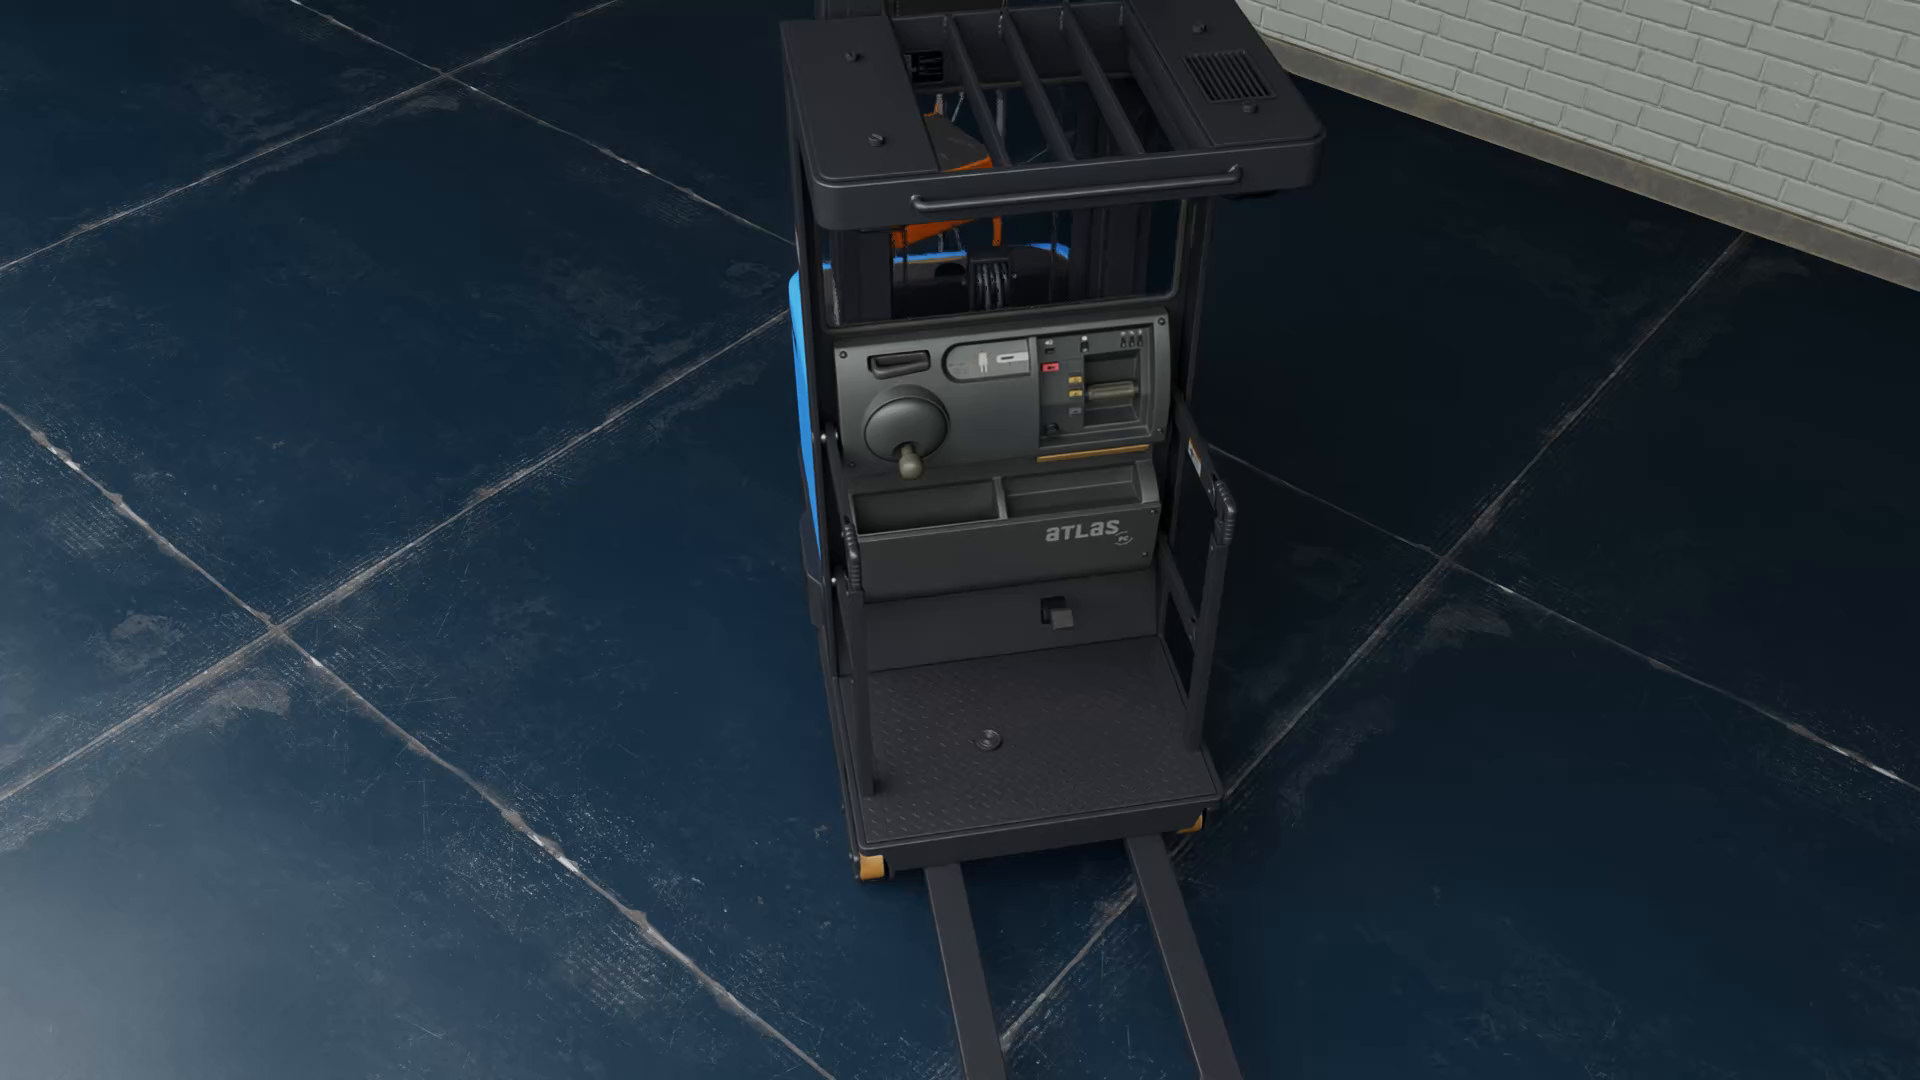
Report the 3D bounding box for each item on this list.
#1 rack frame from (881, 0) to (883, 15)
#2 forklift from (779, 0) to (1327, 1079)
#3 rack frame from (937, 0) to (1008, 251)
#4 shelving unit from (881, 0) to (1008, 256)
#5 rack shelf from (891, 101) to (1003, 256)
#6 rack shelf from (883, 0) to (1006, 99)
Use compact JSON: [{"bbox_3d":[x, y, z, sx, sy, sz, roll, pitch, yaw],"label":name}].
[{"bbox_3d":[-0.361,-1.130,5.932,0.015,2.100,0.400,-25,48,-25],"label":"rack frame"},{"bbox_3d":[0.164,-0.315,4.417,1.130,2.935,3.031,-7,43,-7],"label":"forklift"},{"bbox_3d":[0.037,-1.319,6.140,0.015,2.100,0.400,-25,48,-25],"label":"rack frame"},{"bbox_3d":[-0.162,-1.224,6.036,0.503,2.100,0.431,-25,48,-25],"label":"shelving unit"},{"bbox_3d":[-0.162,-1.214,6.045,0.480,0.518,0.431,-25,48,-25],"label":"rack shelf"},{"bbox_3d":[-0.162,-1.732,5.574,0.480,0.518,0.431,-25,48,-25],"label":"rack shelf"}]
